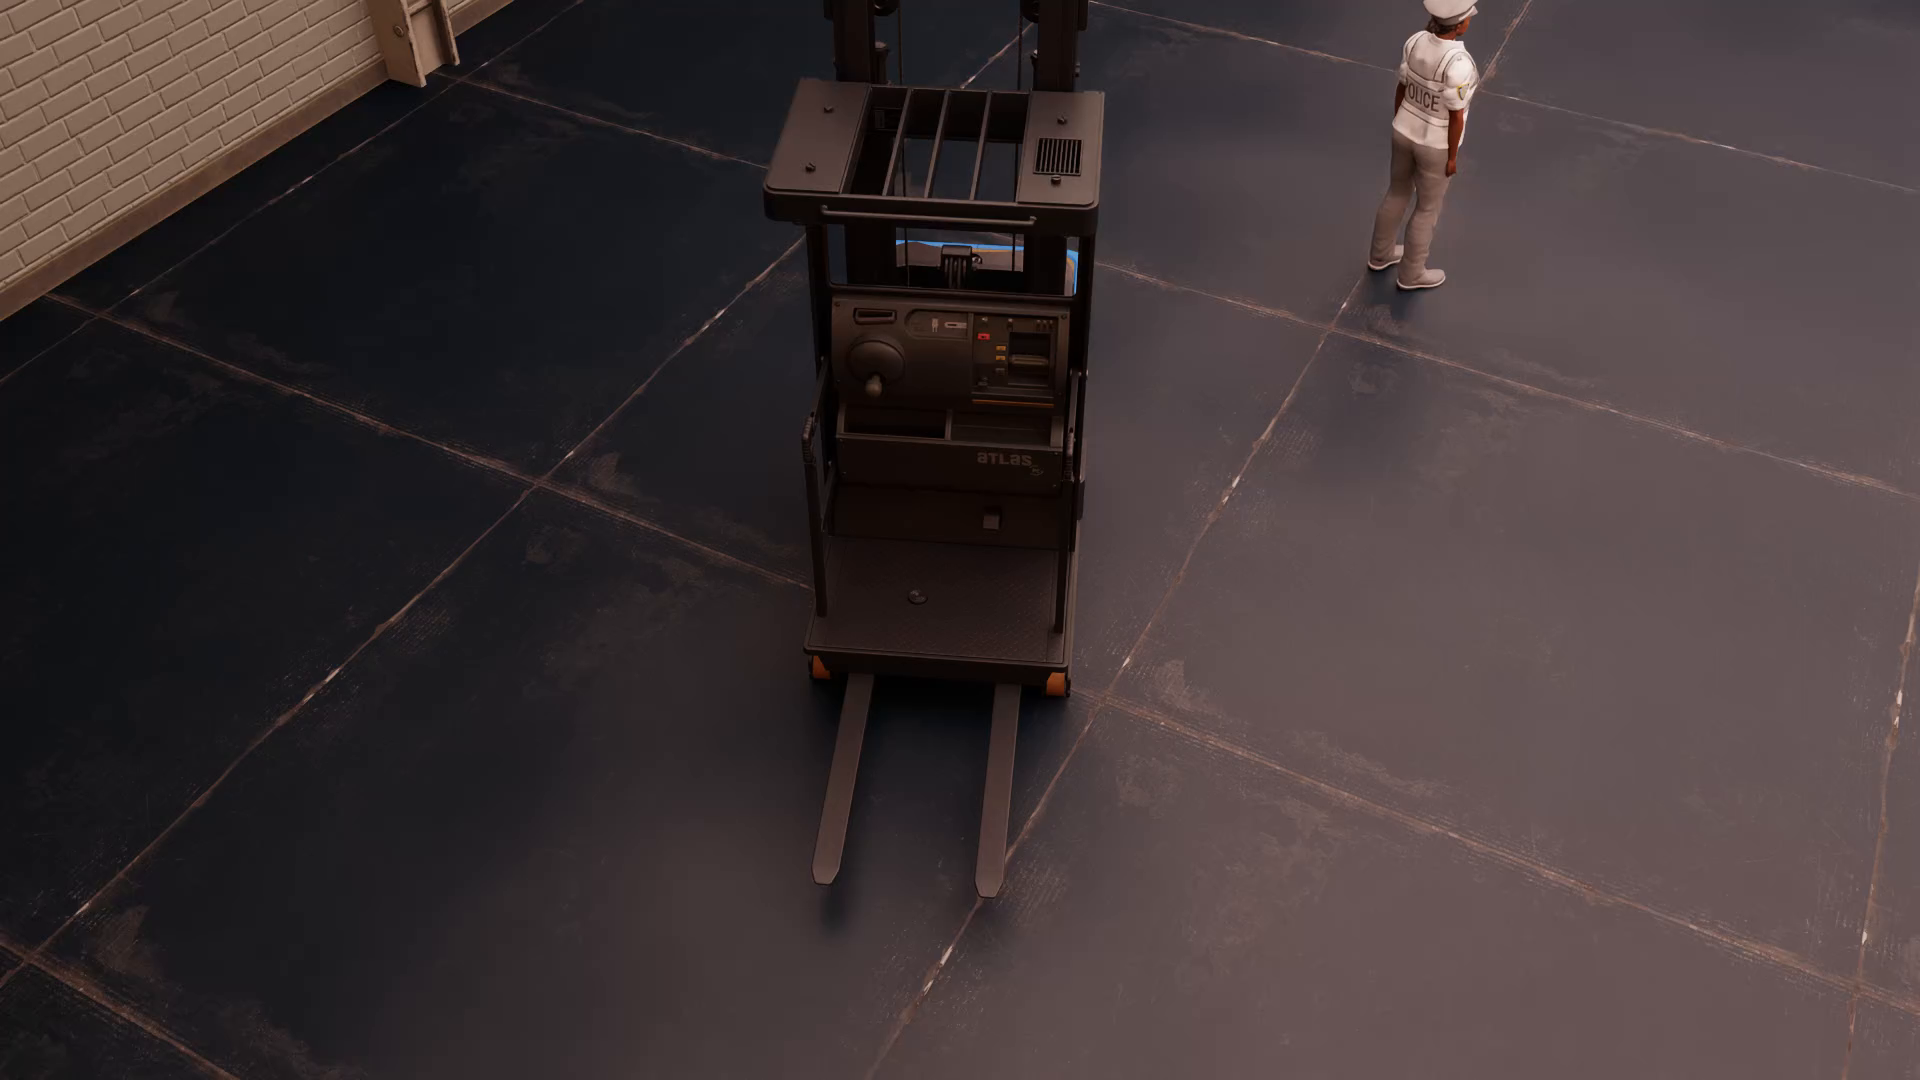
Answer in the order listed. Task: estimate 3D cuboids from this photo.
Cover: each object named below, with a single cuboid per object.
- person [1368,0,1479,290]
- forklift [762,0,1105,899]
[{"bbox_3d":[2.484,-2.125,8.821,0.337,1.688,0.441,-24,48,-23],"label":"person"},{"bbox_3d":[-0.059,-0.651,6.345,1.130,2.935,3.031,4,43,4],"label":"forklift"}]
